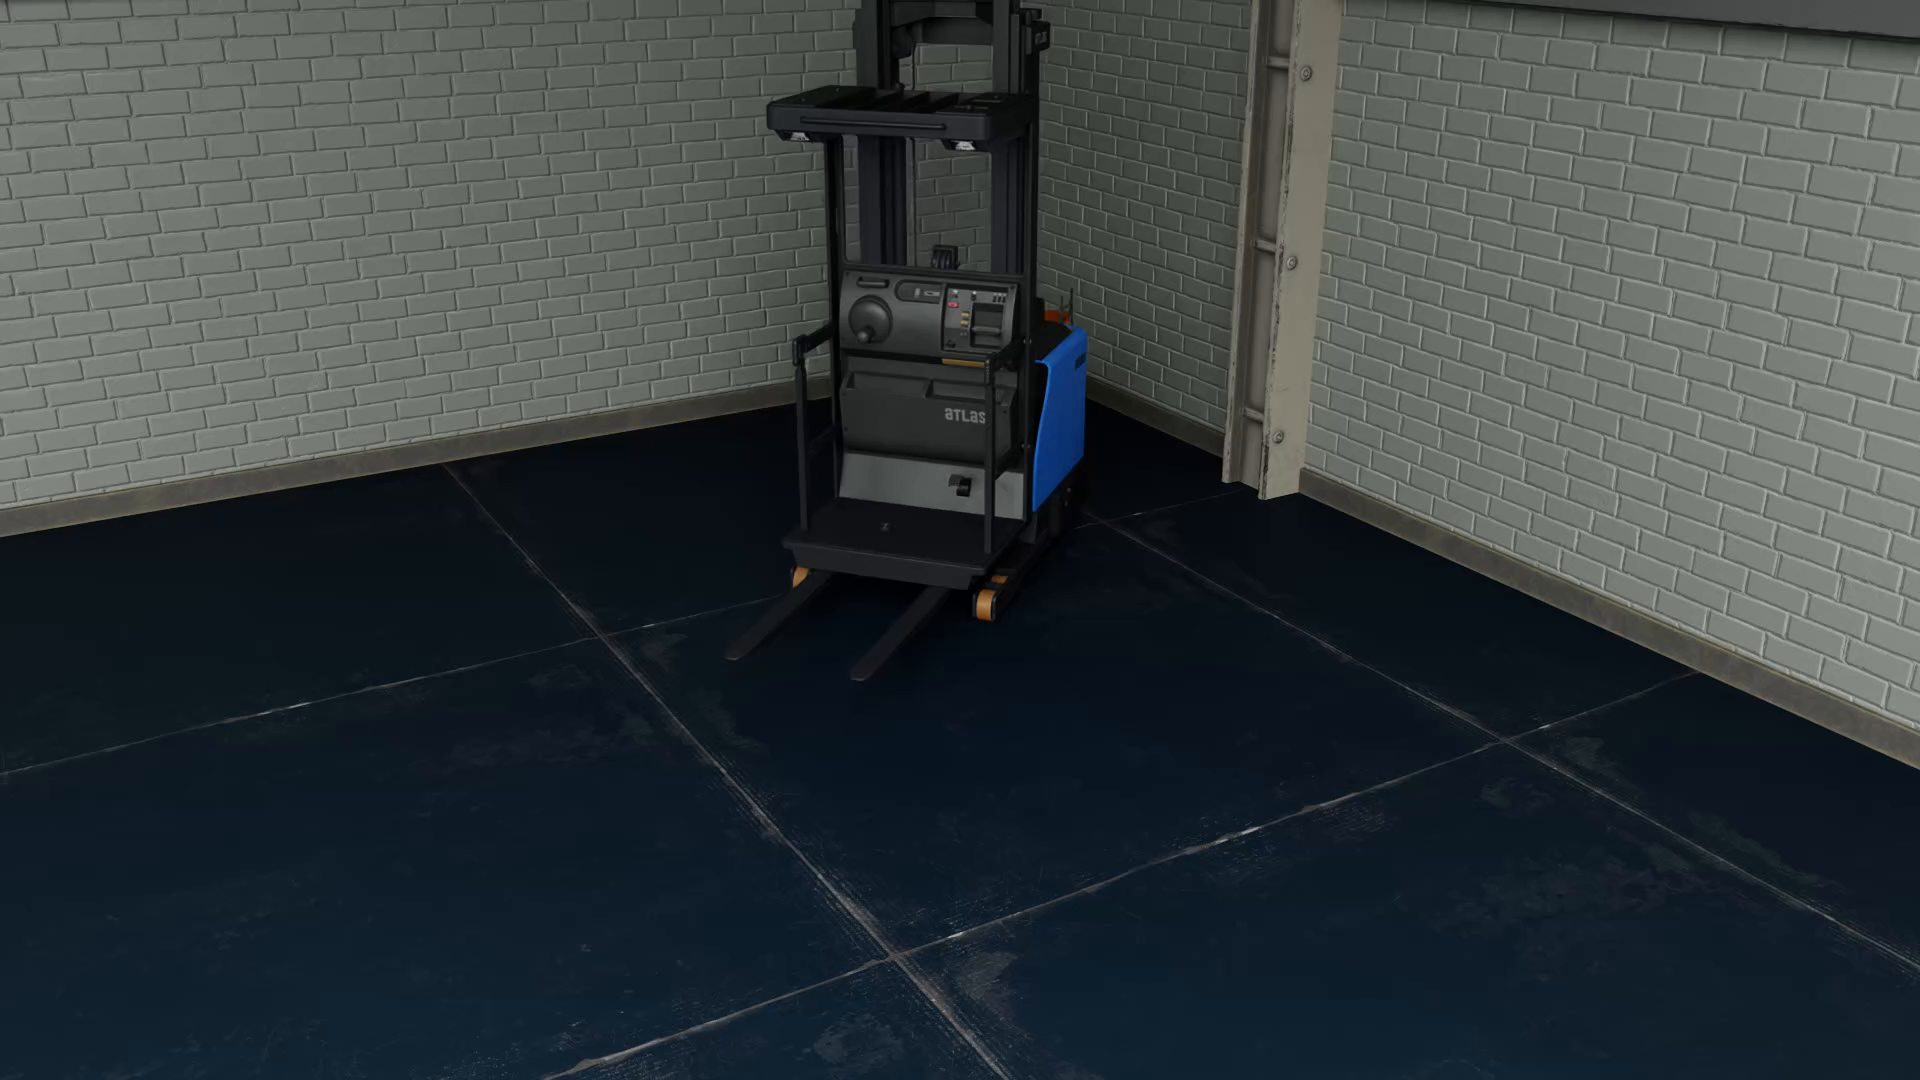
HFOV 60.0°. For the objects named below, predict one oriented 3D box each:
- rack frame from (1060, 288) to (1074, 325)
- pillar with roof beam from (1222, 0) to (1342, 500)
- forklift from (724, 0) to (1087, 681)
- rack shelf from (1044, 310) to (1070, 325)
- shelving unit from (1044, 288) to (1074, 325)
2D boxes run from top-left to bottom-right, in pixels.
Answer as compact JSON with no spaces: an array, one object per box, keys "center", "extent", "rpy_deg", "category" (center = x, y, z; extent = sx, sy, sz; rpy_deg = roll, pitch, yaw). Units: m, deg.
[{"center":[0.616,-0.880,9.875],"extent":[0.015,1.200,0.240],"rpy_deg":[7,22,17],"category":"rack frame"},{"center":[-1.865,-3.672,6.394],"extent":[9.100,9.000,0.400],"rpy_deg":[-13,25,-28],"category":"pillar with roof beam"},{"center":[-0.234,-1.121,8.177],"extent":[1.130,2.935,3.031],"rpy_deg":[8,23,18],"category":"forklift"},{"center":[0.389,-1.278,9.809],"extent":[0.480,0.148,0.258],"rpy_deg":[7,22,17],"category":"rack shelf"},{"center":[0.385,-0.910,9.948],"extent":[0.503,1.200,0.258],"rpy_deg":[7,22,17],"category":"shelving unit"}]
